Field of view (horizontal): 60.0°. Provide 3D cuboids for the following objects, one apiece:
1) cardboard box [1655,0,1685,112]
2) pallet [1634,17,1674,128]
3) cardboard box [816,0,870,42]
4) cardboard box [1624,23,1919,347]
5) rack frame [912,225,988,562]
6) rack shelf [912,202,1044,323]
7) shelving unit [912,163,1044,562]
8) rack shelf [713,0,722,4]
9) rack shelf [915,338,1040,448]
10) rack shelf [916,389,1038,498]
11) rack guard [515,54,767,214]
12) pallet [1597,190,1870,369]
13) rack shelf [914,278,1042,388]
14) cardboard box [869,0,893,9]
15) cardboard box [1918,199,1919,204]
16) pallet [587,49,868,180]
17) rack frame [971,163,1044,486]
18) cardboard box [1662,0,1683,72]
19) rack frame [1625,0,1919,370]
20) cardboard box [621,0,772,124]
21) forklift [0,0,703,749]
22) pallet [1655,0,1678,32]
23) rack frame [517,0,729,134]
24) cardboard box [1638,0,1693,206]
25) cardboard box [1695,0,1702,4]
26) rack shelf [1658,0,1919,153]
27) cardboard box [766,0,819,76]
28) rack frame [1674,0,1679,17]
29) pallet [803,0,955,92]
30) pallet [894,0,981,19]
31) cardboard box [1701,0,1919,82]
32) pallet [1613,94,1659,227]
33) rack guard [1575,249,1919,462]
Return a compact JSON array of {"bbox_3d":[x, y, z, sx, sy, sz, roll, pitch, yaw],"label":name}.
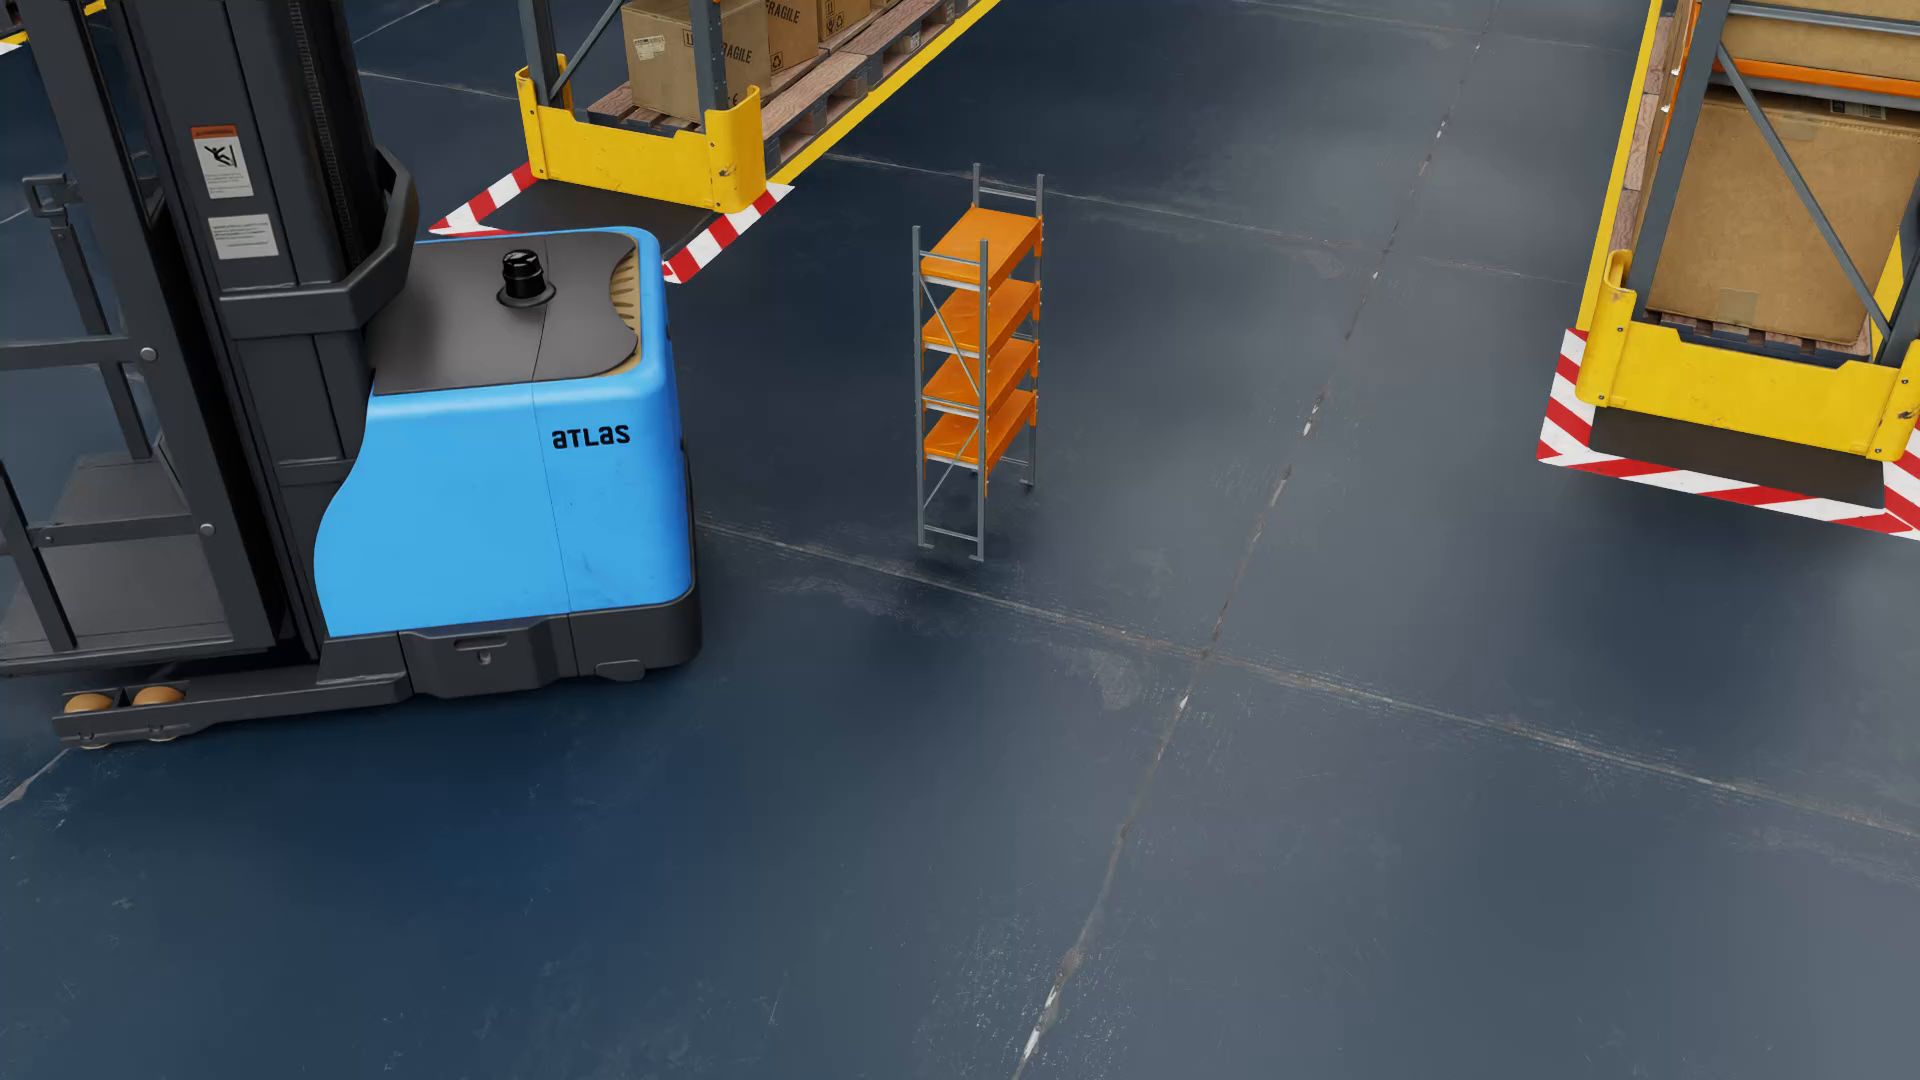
[{"bbox_3d":[3.881,-2.418,7.904,0.875,0.875,0.875,14,39,18],"label":"cardboard box"},{"bbox_3d":[4.163,-2.413,8.802,1.003,0.211,1.213,14,39,18],"label":"pallet"},{"bbox_3d":[-0.841,-3.095,9.122,0.500,0.500,0.500,18,40,22],"label":"cardboard box"},{"bbox_3d":[3.200,-1.426,6.577,0.875,0.875,0.875,14,39,18],"label":"cardboard box"},{"bbox_3d":[-0.030,-0.437,5.333,0.240,1.200,0.015,14,39,18],"label":"rack frame"},{"bbox_3d":[0.063,-0.887,5.278,0.258,0.148,0.480,14,39,18],"label":"rack shelf"},{"bbox_3d":[0.063,-0.572,5.513,0.258,1.200,0.503,14,39,18],"label":"shelving unit"},{"bbox_3d":[-0.785,-3.724,8.827,1.077,0.370,4.000,14,39,18],"label":"rack shelf"},{"bbox_3d":[0.063,-0.518,5.554,0.258,0.148,0.480,14,39,18],"label":"rack shelf"},{"bbox_3d":[0.063,-0.359,5.673,0.258,0.148,0.480,14,39,18],"label":"rack shelf"},{"bbox_3d":[-1.517,-1.945,7.935,1.175,0.500,0.348,14,39,18],"label":"rack guard"},{"bbox_3d":[3.235,-1.062,6.995,1.003,0.211,1.213,14,39,18],"label":"pallet"},{"bbox_3d":[0.063,-0.698,5.420,0.258,0.148,0.480,14,39,18],"label":"rack shelf"},{"bbox_3d":[-0.587,-3.393,9.522,0.500,0.500,0.500,11,38,14],"label":"cardboard box"},{"bbox_3d":[4.883,-1.840,7.792,0.500,0.500,0.500,21,42,25],"label":"cardboard box"},{"bbox_3d":[-1.175,-2.272,8.613,1.003,0.211,1.213,14,39,18],"label":"pallet"},{"bbox_3d":[0.156,-0.707,5.694,0.240,1.200,0.015,14,39,18],"label":"rack frame"},{"bbox_3d":[4.221,-2.918,8.573,0.875,0.875,0.875,14,39,18],"label":"cardboard box"},{"bbox_3d":[3.003,-1.719,5.544,1.000,3.000,0.127,14,39,18],"label":"rack frame"},{"bbox_3d":[-1.293,-2.414,8.211,0.500,0.500,0.500,21,42,26],"label":"cardboard box"},{"bbox_3d":[-2.369,-0.897,4.503,3.031,2.935,1.130,-6,37,-8],"label":"forklift"},{"bbox_3d":[4.749,-3.261,9.936,1.003,0.211,1.213,14,39,18],"label":"pallet"},{"bbox_3d":[-1.546,-2.905,7.131,1.000,3.000,0.127,14,39,18],"label":"rack frame"},{"bbox_3d":[3.533,-1.914,7.229,0.875,0.875,0.875,13,39,17],"label":"cardboard box"},{"bbox_3d":[3.291,-2.304,6.202,0.875,0.550,0.550,14,39,18],"label":"cardboard box"},{"bbox_3d":[3.764,-2.538,7.241,1.077,0.370,4.000,14,39,18],"label":"rack shelf"},{"bbox_3d":[-1.097,-2.752,8.664,0.500,0.500,0.500,25,43,29],"label":"cardboard box"},{"bbox_3d":[4.525,-3.933,8.507,1.000,3.000,0.127,14,39,18],"label":"rack frame"},{"bbox_3d":[-0.709,-2.945,9.513,1.003,0.211,1.213,14,39,18],"label":"pallet"},{"bbox_3d":[-0.247,-3.622,10.420,1.003,0.211,1.213,14,39,18],"label":"pallet"},{"bbox_3d":[3.102,-1.995,5.788,0.875,0.550,0.550,14,39,18],"label":"cardboard box"},{"bbox_3d":[3.700,-1.735,7.896,1.003,0.211,1.213,14,39,18],"label":"pallet"},{"bbox_3d":[2.994,-0.704,6.275,1.175,0.500,0.348,14,39,18],"label":"rack guard"}]
